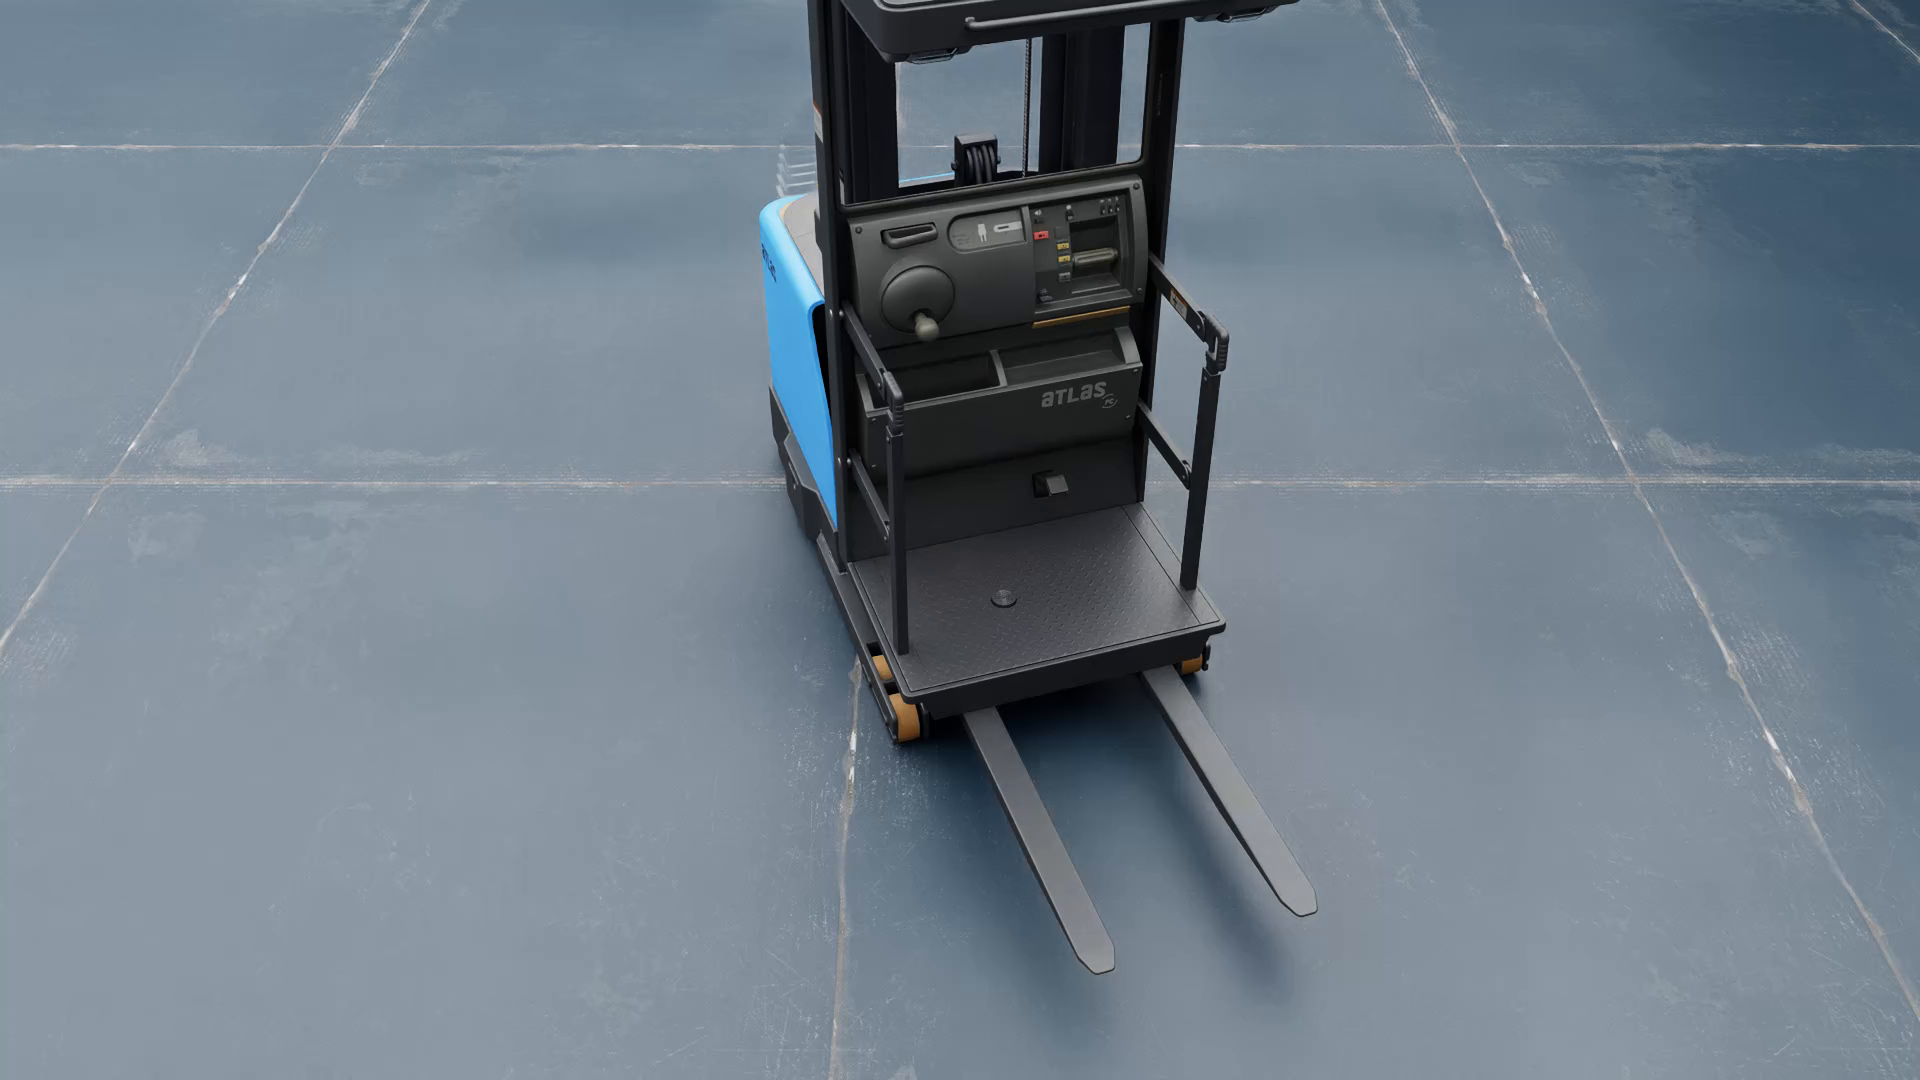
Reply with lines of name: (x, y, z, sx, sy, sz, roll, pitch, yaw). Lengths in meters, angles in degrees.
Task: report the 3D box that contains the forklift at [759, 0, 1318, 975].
forklift: (0.198, -0.772, 4.870, 1.130, 2.935, 3.031, -12, 40, -14)
